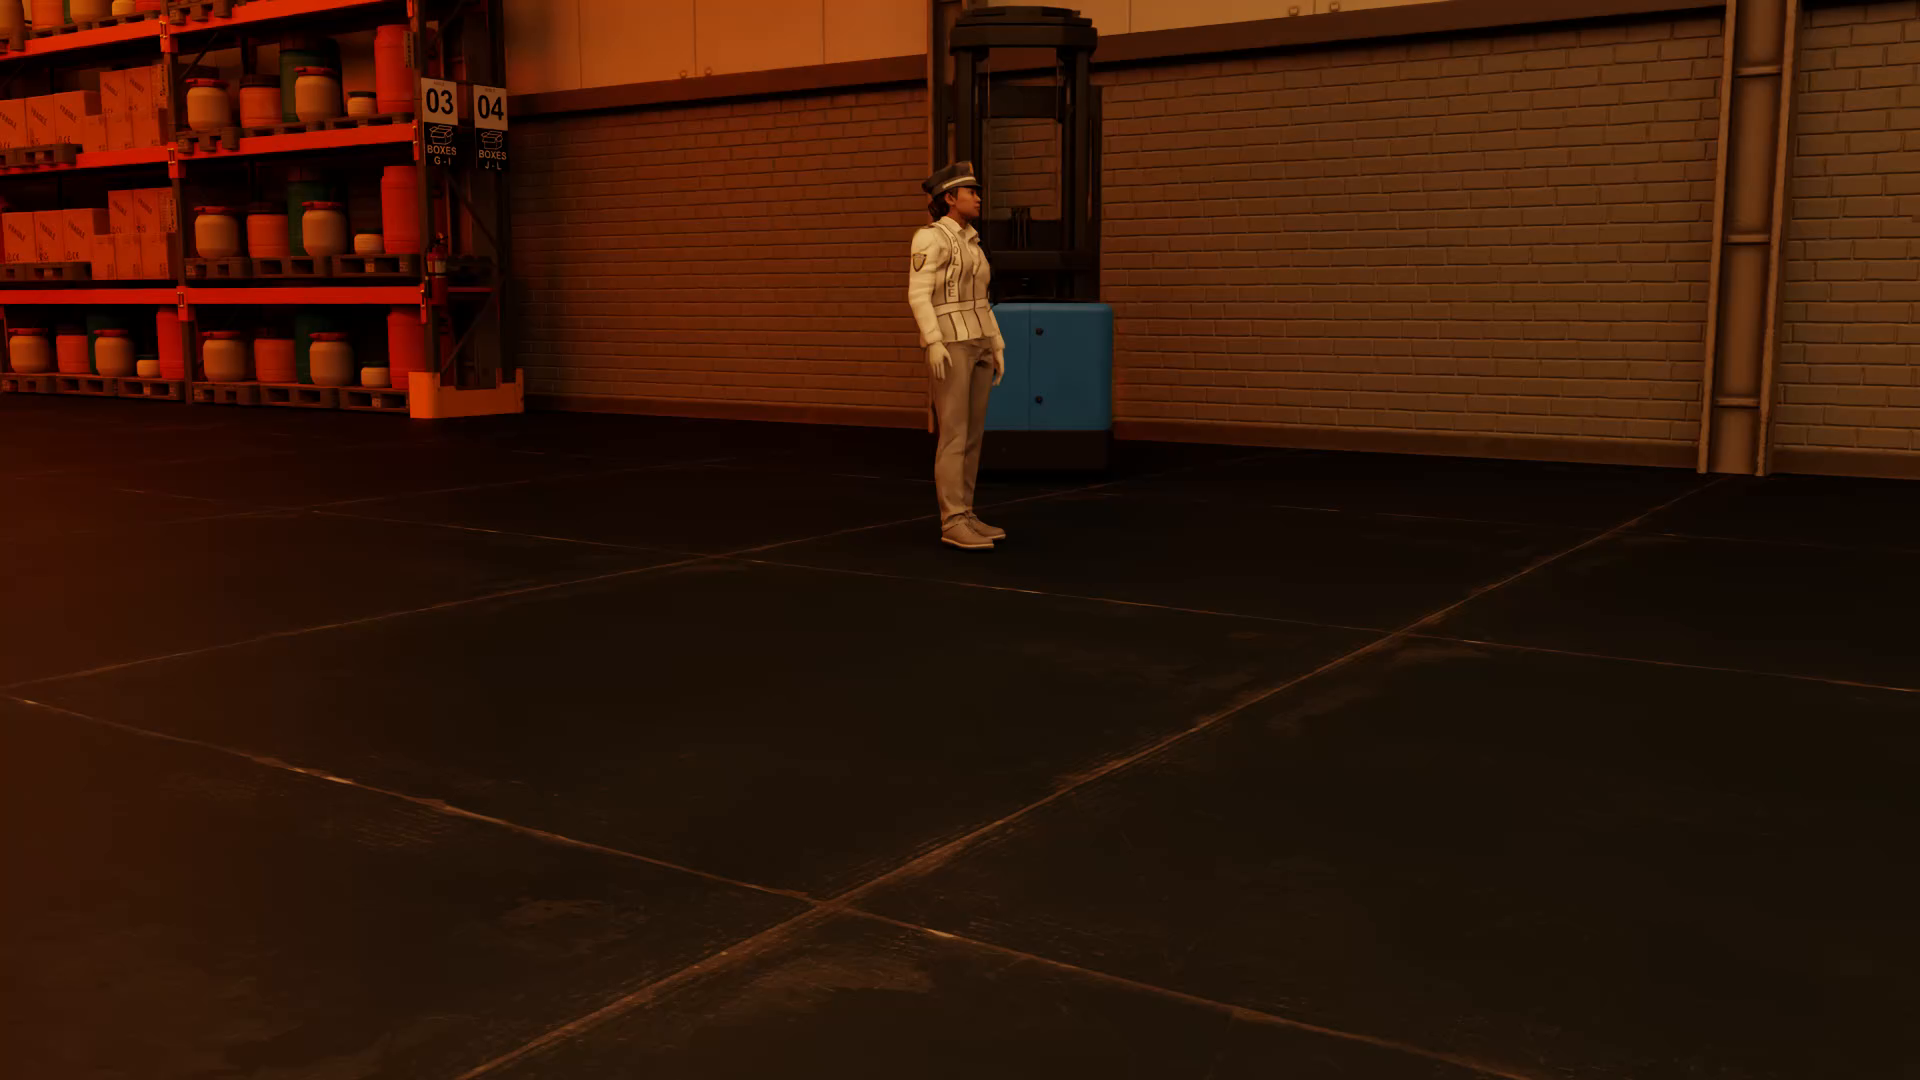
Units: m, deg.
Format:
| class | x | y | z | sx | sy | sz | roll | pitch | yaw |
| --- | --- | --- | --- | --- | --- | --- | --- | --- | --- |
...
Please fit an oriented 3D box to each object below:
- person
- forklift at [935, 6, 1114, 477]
| class | x | y | z | sx | sy | sz | roll | pitch | yaw |
| --- | --- | --- | --- | --- | --- | --- | --- | --- | --- |
| person | 0.053 | -0.840 | 7.439 | 0.530 | 1.694 | 0.586 | 5 | 10 | 34 |
| forklift | 0.390 | -2.016 | 11.368 | 1.130 | 2.935 | 3.031 | 0 | 8 | -1 |
